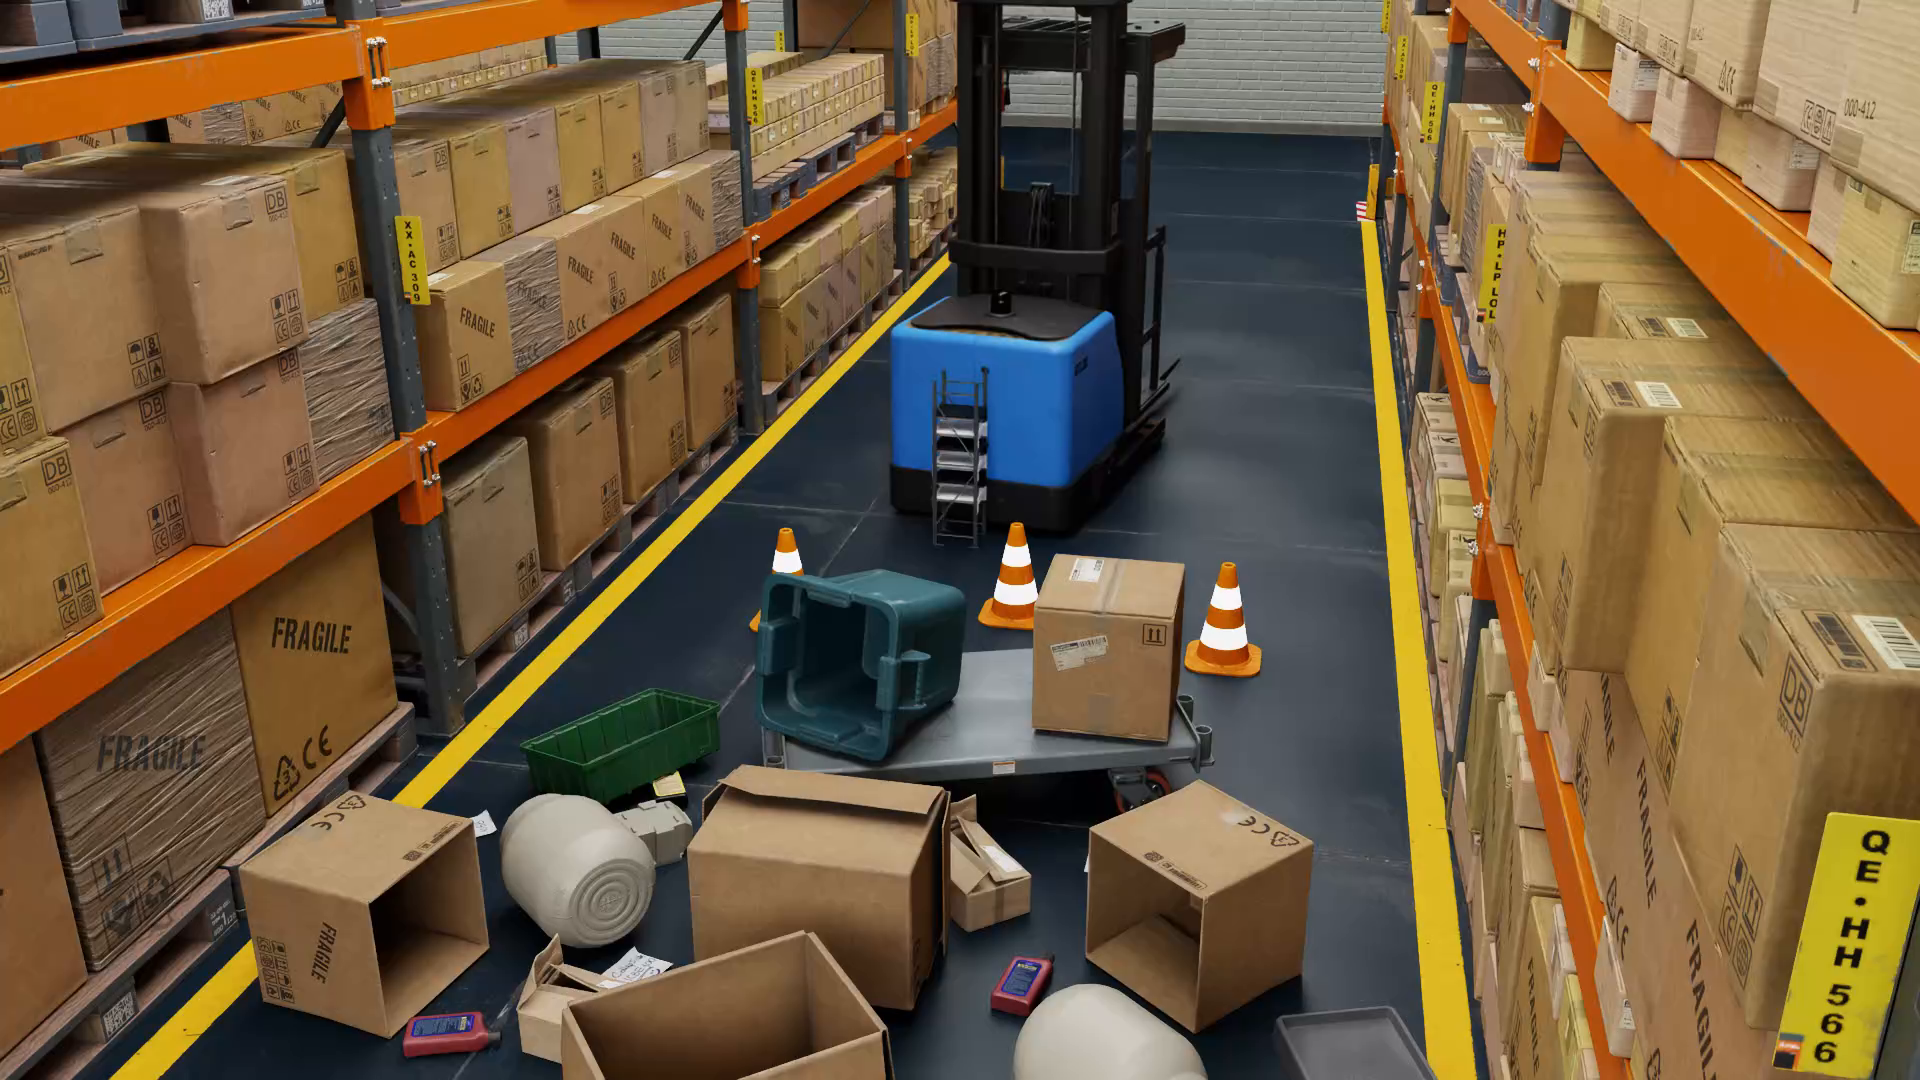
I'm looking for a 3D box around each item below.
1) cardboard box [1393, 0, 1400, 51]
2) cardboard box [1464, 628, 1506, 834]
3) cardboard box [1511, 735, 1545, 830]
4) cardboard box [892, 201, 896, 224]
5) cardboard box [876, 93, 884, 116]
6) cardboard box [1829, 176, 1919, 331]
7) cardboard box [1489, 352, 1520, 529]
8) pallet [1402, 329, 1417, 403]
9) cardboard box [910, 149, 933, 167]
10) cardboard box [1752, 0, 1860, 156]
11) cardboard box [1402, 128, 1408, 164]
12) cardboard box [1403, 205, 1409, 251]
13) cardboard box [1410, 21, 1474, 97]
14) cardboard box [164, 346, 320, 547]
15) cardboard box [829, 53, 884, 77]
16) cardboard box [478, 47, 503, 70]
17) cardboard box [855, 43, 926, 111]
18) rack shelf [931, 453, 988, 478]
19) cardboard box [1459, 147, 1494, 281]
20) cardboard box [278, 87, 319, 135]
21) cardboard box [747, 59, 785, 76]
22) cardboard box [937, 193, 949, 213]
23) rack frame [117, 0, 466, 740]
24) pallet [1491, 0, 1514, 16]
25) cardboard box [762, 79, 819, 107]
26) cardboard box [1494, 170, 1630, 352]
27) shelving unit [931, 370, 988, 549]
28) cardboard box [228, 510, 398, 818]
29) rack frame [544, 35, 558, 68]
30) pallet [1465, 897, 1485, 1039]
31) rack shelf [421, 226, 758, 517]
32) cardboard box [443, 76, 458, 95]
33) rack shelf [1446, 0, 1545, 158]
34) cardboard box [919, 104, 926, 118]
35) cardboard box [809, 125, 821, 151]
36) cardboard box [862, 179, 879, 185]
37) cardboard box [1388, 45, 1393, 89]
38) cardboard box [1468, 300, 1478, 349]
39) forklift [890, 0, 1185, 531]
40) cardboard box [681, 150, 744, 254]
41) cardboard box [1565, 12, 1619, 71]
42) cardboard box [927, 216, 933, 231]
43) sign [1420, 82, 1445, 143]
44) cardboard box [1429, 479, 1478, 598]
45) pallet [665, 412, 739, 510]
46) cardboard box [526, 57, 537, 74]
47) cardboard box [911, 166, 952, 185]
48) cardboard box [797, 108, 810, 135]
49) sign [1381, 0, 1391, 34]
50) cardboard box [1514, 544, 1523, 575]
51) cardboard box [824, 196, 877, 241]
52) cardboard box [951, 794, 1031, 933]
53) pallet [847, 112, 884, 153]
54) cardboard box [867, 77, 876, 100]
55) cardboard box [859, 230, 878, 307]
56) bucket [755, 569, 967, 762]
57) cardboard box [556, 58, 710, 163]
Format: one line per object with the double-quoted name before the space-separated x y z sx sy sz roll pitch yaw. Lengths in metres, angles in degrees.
"cardboard box" 4.182 -4.658 14.932 0.500 0.500 0.500 4 22 11
"cardboard box" 1.922 0.637 5.373 0.500 0.500 0.500 6 23 13
"cardboard box" 1.682 0.664 4.437 0.380 0.149 0.250 6 23 14
"cardboard box" -0.654 -2.816 14.289 0.380 0.149 0.250 5 23 13
"cardboard box" -0.815 -3.476 13.242 0.380 0.149 0.250 4 22 10
"cardboard box" 1.308 -0.349 2.025 0.380 0.149 0.250 5 22 11
"cardboard box" 1.944 -0.336 5.141 0.500 0.500 0.500 4 22 11
"pallet" 3.608 -1.188 11.522 1.003 0.211 1.213 4 22 11
"cardboard box" -0.489 -3.893 16.963 0.380 0.149 0.250 5 22 12
"cardboard box" 1.448 -0.679 2.312 0.500 0.250 0.500 4 22 10
"cardboard box" 3.487 -2.818 12.035 0.500 0.250 0.500 4 22 10
"cardboard box" 4.354 -2.772 14.590 0.875 0.438 0.875 4 22 9
"cardboard box" 3.491 -3.400 11.809 0.500 0.500 0.500 4 22 11
"cardboard box" -2.714 -0.363 5.538 0.875 0.550 0.550 4 22 11
"cardboard box" -0.818 -3.750 13.128 0.380 0.149 0.250 5 23 13
"cardboard box" -4.993 -4.935 16.894 0.500 0.250 0.500 4 22 9
"cardboard box" -0.580 -3.904 14.000 0.500 0.500 0.500 4 22 10
"rack shelf" -0.002 -0.388 8.701 0.258 0.077 0.200 5 23 12
"cardboard box" 2.493 -1.418 7.266 0.500 0.500 0.500 4 22 9
"cardboard box" -5.698 -3.647 13.759 0.500 0.500 0.500 5 23 13
"cardboard box" -1.564 -3.607 12.772 0.380 0.149 0.250 5 22 11
"cardboard box" -0.312 -3.152 15.521 0.380 0.149 0.250 4 22 11
"rack frame" -2.560 -0.632 6.407 1.000 3.000 0.127 4 22 11
"pallet" 2.745 -2.193 6.520 1.213 0.211 1.003 4 22 11
"cardboard box" -1.193 -3.084 11.474 0.380 0.149 0.250 5 23 13
"cardboard box" 2.004 -0.795 4.943 0.700 0.500 0.500 4 22 10
"shelving unit" -0.002 -0.419 8.689 0.258 0.900 0.210 5 23 12
"cardboard box" -2.757 0.384 6.168 0.875 0.875 0.875 5 22 12
"rack frame" -4.946 -5.436 18.335 1.000 3.000 0.127 4 22 11
"pallet" 2.204 1.250 5.466 1.003 0.211 1.213 4 22 11
"rack shelf" -2.152 -1.030 8.358 1.077 0.370 4.000 4 22 11
"cardboard box" -5.113 -4.413 16.132 0.380 0.149 0.250 5 22 12
"rack shelf" 2.715 -2.081 6.952 1.077 0.370 4.000 4 22 11
"cardboard box" -0.505 -3.820 14.660 0.380 0.149 0.250 3 22 9
"cardboard box" -1.186 -2.806 11.581 0.380 0.149 0.250 5 22 12
"cardboard box" -0.959 -3.239 15.338 0.380 0.149 0.250 3 22 8
"cardboard box" 4.300 -4.386 15.594 0.500 0.500 0.500 4 22 10
"cardboard box" 2.278 -0.865 6.759 0.380 0.149 0.250 5 22 11
"forklift" 0.631 -1.928 9.718 1.130 2.935 3.031 8 23 20
"cardboard box" -1.573 -1.956 9.561 0.500 0.500 0.500 4 22 11
"cardboard box" 1.892 -1.380 4.585 0.380 0.149 0.250 4 22 11
"cardboard box" -0.461 -2.929 15.364 0.380 0.149 0.250 4 22 9
"sign" 2.579 -2.333 9.080 0.100 0.325 0.005 4 22 11
"cardboard box" 2.695 0.023 7.737 0.950 0.372 0.625 5 23 13
"pallet" -1.978 -0.519 9.859 1.003 0.211 1.213 4 22 11
"cardboard box" -4.748 -5.069 17.760 0.380 0.149 0.250 5 22 11
"cardboard box" -0.285 -3.484 15.946 0.380 0.149 0.250 4 22 9
"cardboard box" -1.241 -2.853 11.298 0.380 0.149 0.250 4 22 11
"sign" 4.213 -5.163 16.393 0.100 0.325 0.005 4 22 11
"cardboard box" 1.927 0.012 5.144 0.380 0.149 0.250 5 22 12
"cardboard box" -0.950 -2.462 12.732 0.500 0.250 0.500 6 23 13
"cardboard box" 0.039 1.111 5.739 0.258 0.266 0.396 -11 25 -26
"pallet" -1.226 -3.200 13.041 1.003 0.211 1.213 4 22 11
"cardboard box" -0.868 -3.517 12.947 0.380 0.149 0.250 5 22 11
"cardboard box" -0.937 -2.115 12.875 0.500 0.500 0.500 4 22 10
"bucket" -0.331 0.407 6.175 0.726 0.611 0.620 13 15 29
"cardboard box" -1.845 -2.441 9.428 0.700 0.500 0.500 4 22 11
